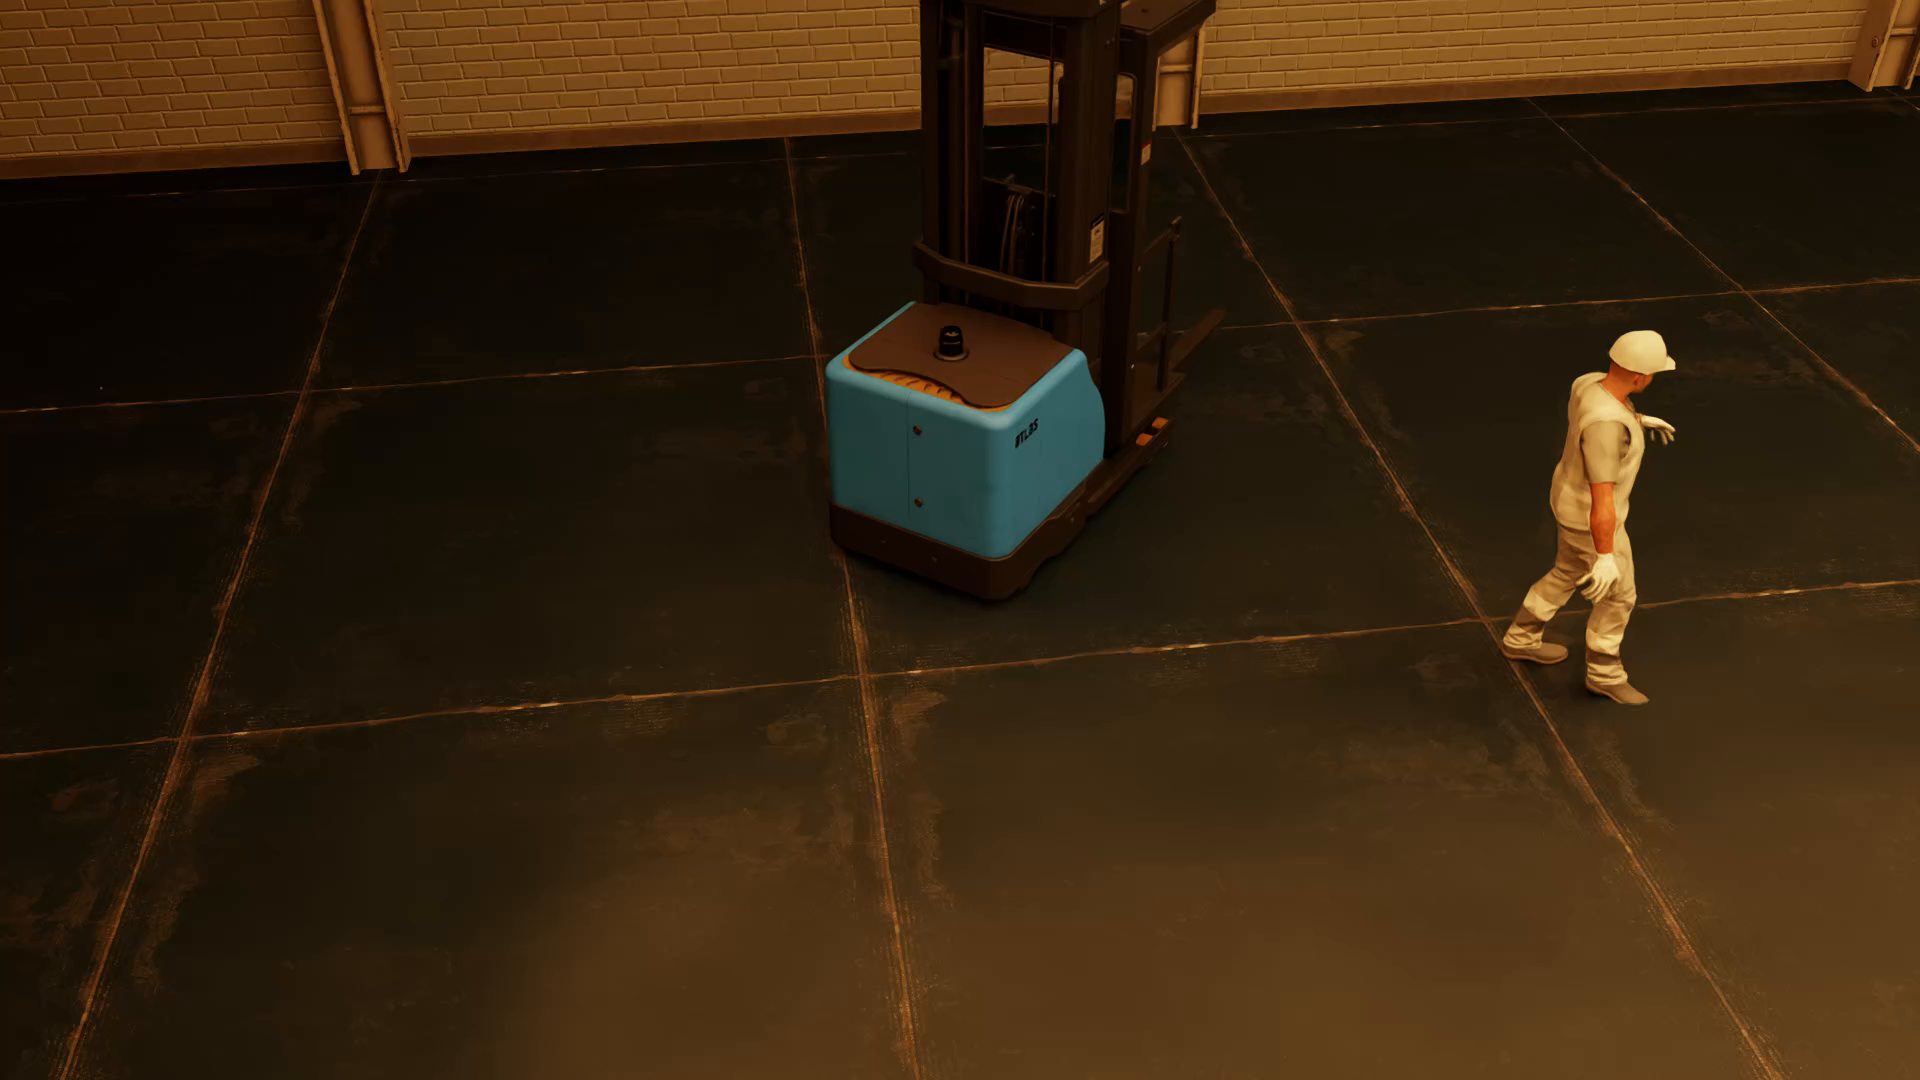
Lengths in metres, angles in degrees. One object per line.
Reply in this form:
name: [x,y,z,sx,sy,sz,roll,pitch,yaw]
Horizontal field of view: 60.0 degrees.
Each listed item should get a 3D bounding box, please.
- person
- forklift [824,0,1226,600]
person: [2.830,-0.079,7.171,0.650,1.795,1.026,7,36,9]
forklift: [0.538,-1.734,8.421,1.130,2.935,3.031,20,40,25]
